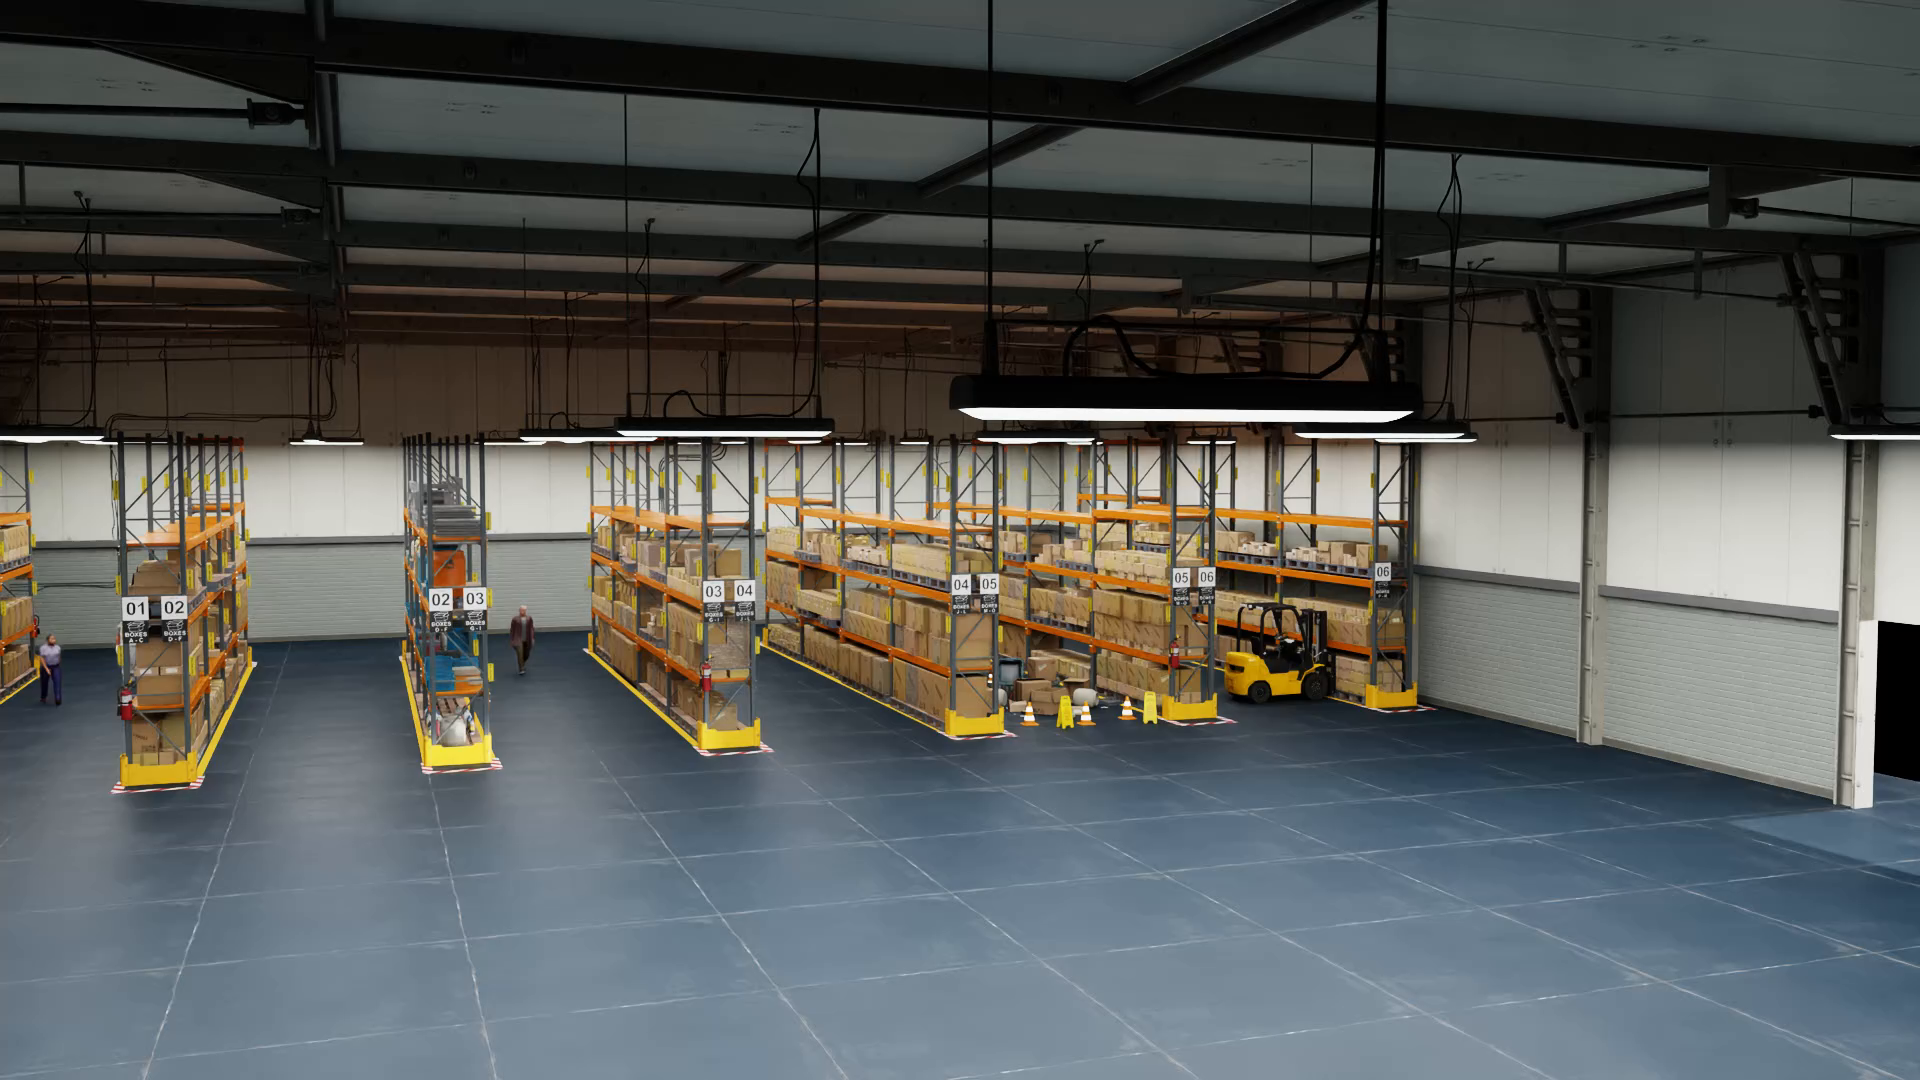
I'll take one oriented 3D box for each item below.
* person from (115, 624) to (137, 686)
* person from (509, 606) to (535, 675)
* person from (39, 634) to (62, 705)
[{"bbox_3d":[-19.998,2.619,40.057,0.563,1.805,0.669,-2,4,-34],"label":"person"},{"bbox_3d":[-11.123,2.520,42.229,0.607,1.720,1.124,-2,4,-37],"label":"person"},{"bbox_3d":[-20.236,2.972,37.033,0.454,1.373,1.086,-3,4,-38],"label":"person"}]
